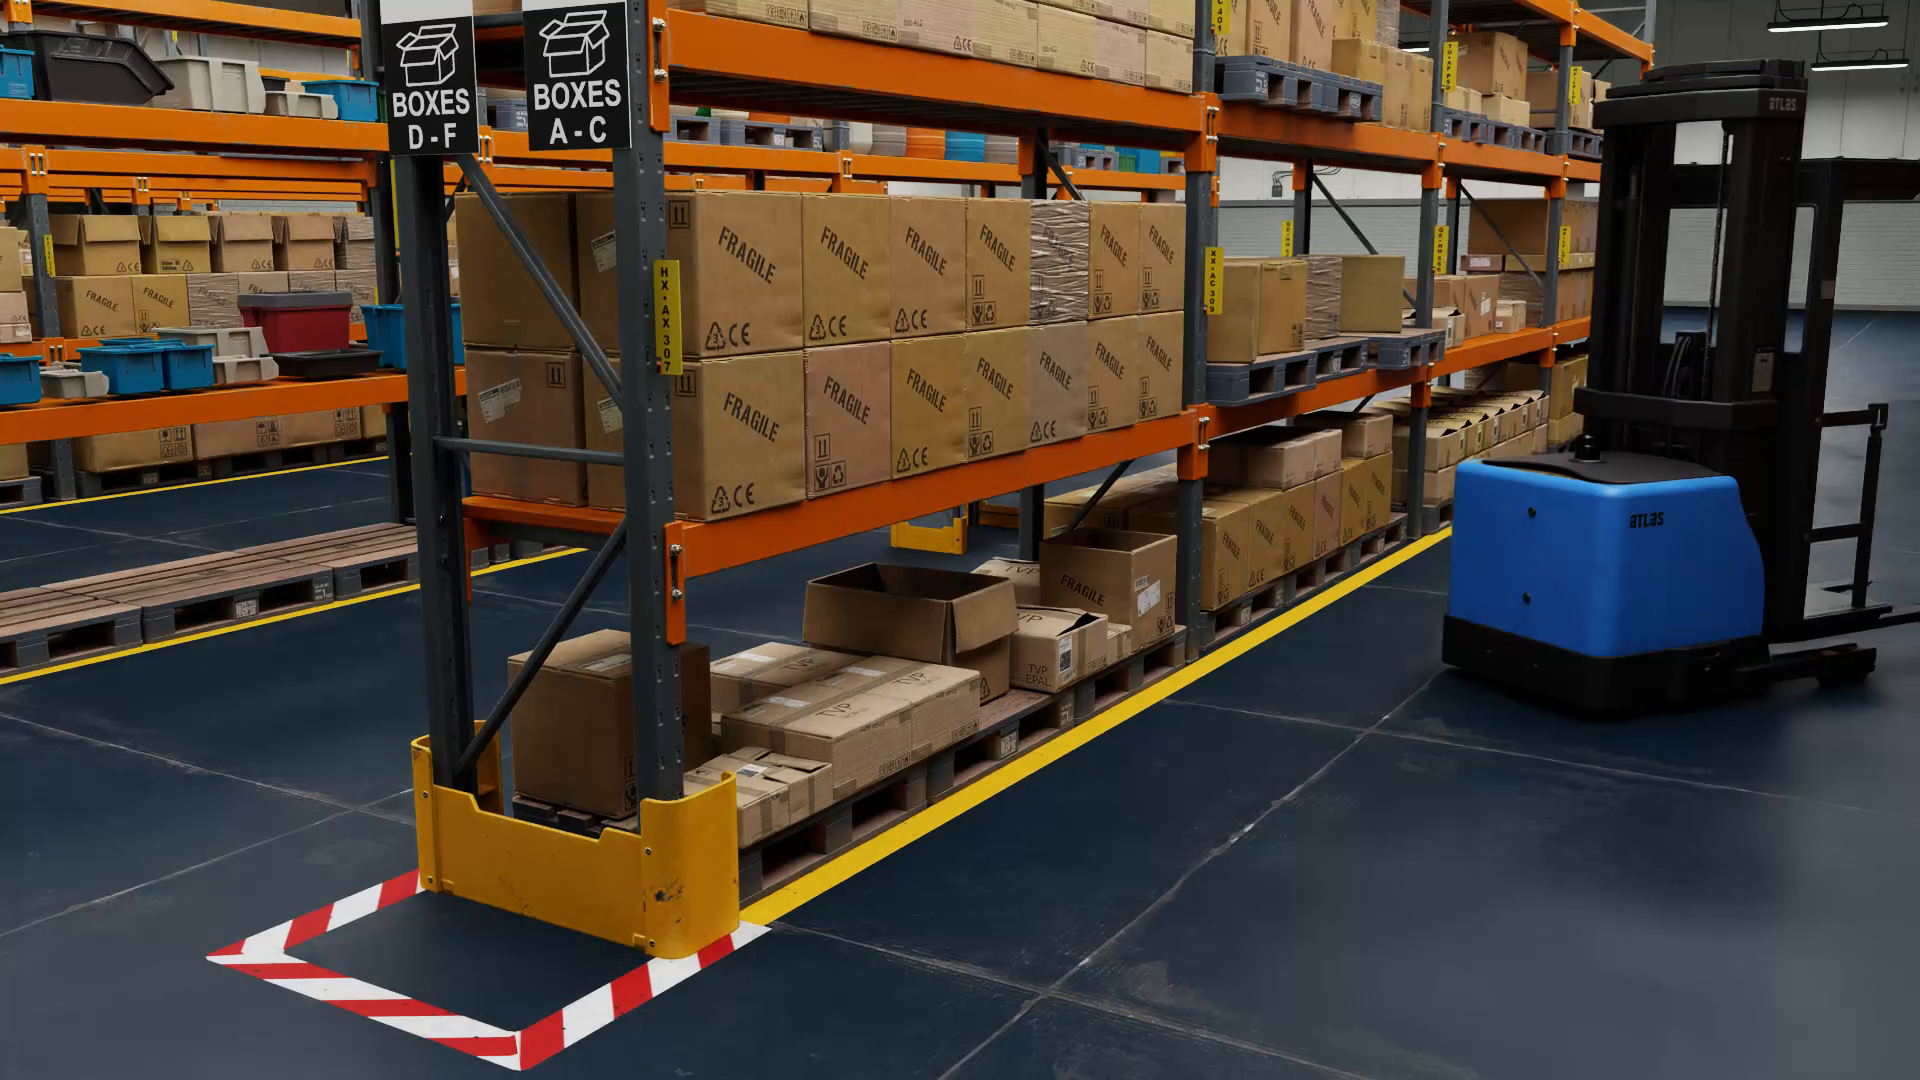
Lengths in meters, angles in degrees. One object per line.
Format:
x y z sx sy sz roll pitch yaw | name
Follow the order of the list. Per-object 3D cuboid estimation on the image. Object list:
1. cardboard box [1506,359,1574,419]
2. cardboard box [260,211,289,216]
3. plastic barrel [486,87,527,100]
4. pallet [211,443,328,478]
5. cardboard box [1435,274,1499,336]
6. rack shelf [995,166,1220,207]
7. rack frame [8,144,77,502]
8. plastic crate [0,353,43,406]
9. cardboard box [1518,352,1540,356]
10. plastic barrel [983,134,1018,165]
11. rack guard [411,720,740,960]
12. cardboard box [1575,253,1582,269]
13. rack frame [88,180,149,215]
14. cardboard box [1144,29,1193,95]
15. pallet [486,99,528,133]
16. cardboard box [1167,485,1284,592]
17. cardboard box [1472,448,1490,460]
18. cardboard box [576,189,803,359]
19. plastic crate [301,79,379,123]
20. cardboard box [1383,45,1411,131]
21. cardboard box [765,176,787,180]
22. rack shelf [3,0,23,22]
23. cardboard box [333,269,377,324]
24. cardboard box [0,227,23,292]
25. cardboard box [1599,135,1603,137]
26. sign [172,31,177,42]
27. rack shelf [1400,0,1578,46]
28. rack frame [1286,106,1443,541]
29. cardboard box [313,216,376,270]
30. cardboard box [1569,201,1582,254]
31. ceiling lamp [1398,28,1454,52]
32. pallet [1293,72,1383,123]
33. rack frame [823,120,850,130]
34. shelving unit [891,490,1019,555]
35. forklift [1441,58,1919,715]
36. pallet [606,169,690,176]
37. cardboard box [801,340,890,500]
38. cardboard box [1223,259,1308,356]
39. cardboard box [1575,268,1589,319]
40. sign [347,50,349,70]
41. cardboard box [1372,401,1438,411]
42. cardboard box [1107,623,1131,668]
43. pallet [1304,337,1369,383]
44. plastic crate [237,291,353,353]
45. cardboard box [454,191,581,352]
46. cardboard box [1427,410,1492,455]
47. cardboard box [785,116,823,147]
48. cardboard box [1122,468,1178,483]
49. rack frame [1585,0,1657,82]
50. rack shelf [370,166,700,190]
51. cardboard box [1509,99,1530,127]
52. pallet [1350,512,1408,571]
5.433 -1.419 15.589 0.500 0.500 0.500 6 12 31 | cardboard box
-11.028 -4.936 26.286 0.700 0.500 0.500 6 12 29 | cardboard box
-2.973 -3.174 11.012 0.433 0.535 0.433 0 11 0 | plastic barrel
-6.725 -0.792 15.524 1.003 0.211 1.213 6 12 31 | pallet
4.238 -1.999 14.126 0.500 0.500 0.500 7 13 35 | cardboard box
1.731 -4.062 19.215 1.077 0.370 4.000 6 12 31 | rack shelf
-7.694 -1.841 13.552 1.000 3.000 0.127 6 12 31 | rack frame
-4.786 -0.797 8.267 0.416 0.233 0.300 6 12 31 | plastic crate
5.504 -1.626 16.697 0.500 0.500 0.500 6 12 31 | cardboard box
0.275 -4.143 16.335 0.600 0.901 0.600 0 11 0 | plastic barrel
-1.266 0.952 5.427 1.175 0.500 0.348 6 12 31 | rack guard
5.895 -2.747 16.357 0.380 0.149 0.250 6 12 29 | cardboard box
-9.804 -2.960 19.528 1.000 3.000 0.127 6 12 31 | rack frame
0.746 -2.193 7.687 0.500 0.250 0.500 6 12 31 | cardboard box
-3.137 -2.882 11.474 1.213 0.211 1.003 6 12 31 | pallet
1.498 -0.020 9.419 0.500 0.500 0.500 7 12 32 | cardboard box
3.896 -0.594 13.221 0.500 0.250 0.500 6 12 29 | cardboard box
-0.850 -0.850 5.270 0.500 0.500 0.500 7 13 32 | cardboard box
-3.660 -2.586 9.836 0.416 0.233 0.300 6 12 31 | plastic crate
2.385 -2.895 10.757 0.910 0.500 0.500 6 12 31 | cardboard box
-2.550 -4.707 21.117 0.500 0.250 0.500 6 12 28 | cardboard box
-8.732 -3.925 11.423 1.077 0.370 4.000 6 12 31 | rack shelf
-5.925 -2.340 15.946 0.500 0.500 0.500 6 12 30 | cardboard box
-7.704 -2.184 12.947 0.500 0.500 0.500 7 13 32 | cardboard box
6.340 -4.194 16.686 0.500 0.311 0.500 8 13 37 | cardboard box
-11.533 -7.480 24.399 0.100 0.325 0.005 6 12 31 | sign
3.886 -4.236 13.085 1.077 0.370 4.000 6 12 31 | rack shelf
2.848 -1.523 11.854 1.000 3.000 0.127 6 12 31 | rack frame
-6.010 -2.899 16.205 0.797 0.503 0.637 7 13 33 | cardboard box
5.671 -3.068 16.307 0.700 0.500 0.500 6 12 31 | cardboard box
9.939 -11.787 34.511 2.000 3.185 0.800 6 12 31 | ceiling lamp
1.705 -2.535 9.620 1.213 0.211 1.003 6 12 31 | pallet
-1.384 -4.946 13.833 1.000 3.000 0.127 6 12 31 | rack frame
0.040 -0.749 11.795 0.587 1.500 1.083 6 12 31 | shelving unit
3.945 -0.817 8.267 3.031 2.935 1.130 -5 12 -27 | forklift
-3.952 -4.395 19.550 1.213 0.211 1.003 6 12 31 | pallet
-0.587 -0.440 5.798 0.500 0.500 0.500 6 12 30 | cardboard box
1.511 -1.317 9.340 0.700 0.500 0.500 9 14 40 | cardboard box
5.946 -2.515 16.878 0.700 0.500 0.500 7 13 32 | cardboard box
-10.397 -8.174 28.322 0.100 0.325 0.005 6 12 31 | sign
3.700 -1.000 13.865 0.500 0.311 0.500 7 13 32 | cardboard box
0.574 0.472 7.746 0.380 0.149 0.250 6 12 31 | cardboard box
1.842 -1.123 10.235 1.003 0.211 1.213 6 12 31 | pallet
-4.138 -1.312 10.391 0.402 0.464 0.583 6 12 31 | plastic crate
-1.310 -0.902 5.546 0.500 0.500 0.500 6 12 30 | cardboard box
3.903 -0.872 13.180 0.500 0.311 0.500 6 12 29 | cardboard box
-2.052 -5.376 21.843 0.500 0.500 0.500 6 12 31 | cardboard box
1.307 -0.143 10.076 0.500 0.500 0.500 7 12 31 | cardboard box
7.001 -5.730 18.022 1.000 3.000 0.127 6 12 31 | rack frame
-4.579 -3.906 18.383 1.077 0.370 4.000 6 12 31 | rack shelf
4.596 -3.663 14.401 0.500 0.250 0.500 8 13 37 | cardboard box
2.428 -0.039 11.503 1.003 0.211 1.213 6 12 31 | pallet
